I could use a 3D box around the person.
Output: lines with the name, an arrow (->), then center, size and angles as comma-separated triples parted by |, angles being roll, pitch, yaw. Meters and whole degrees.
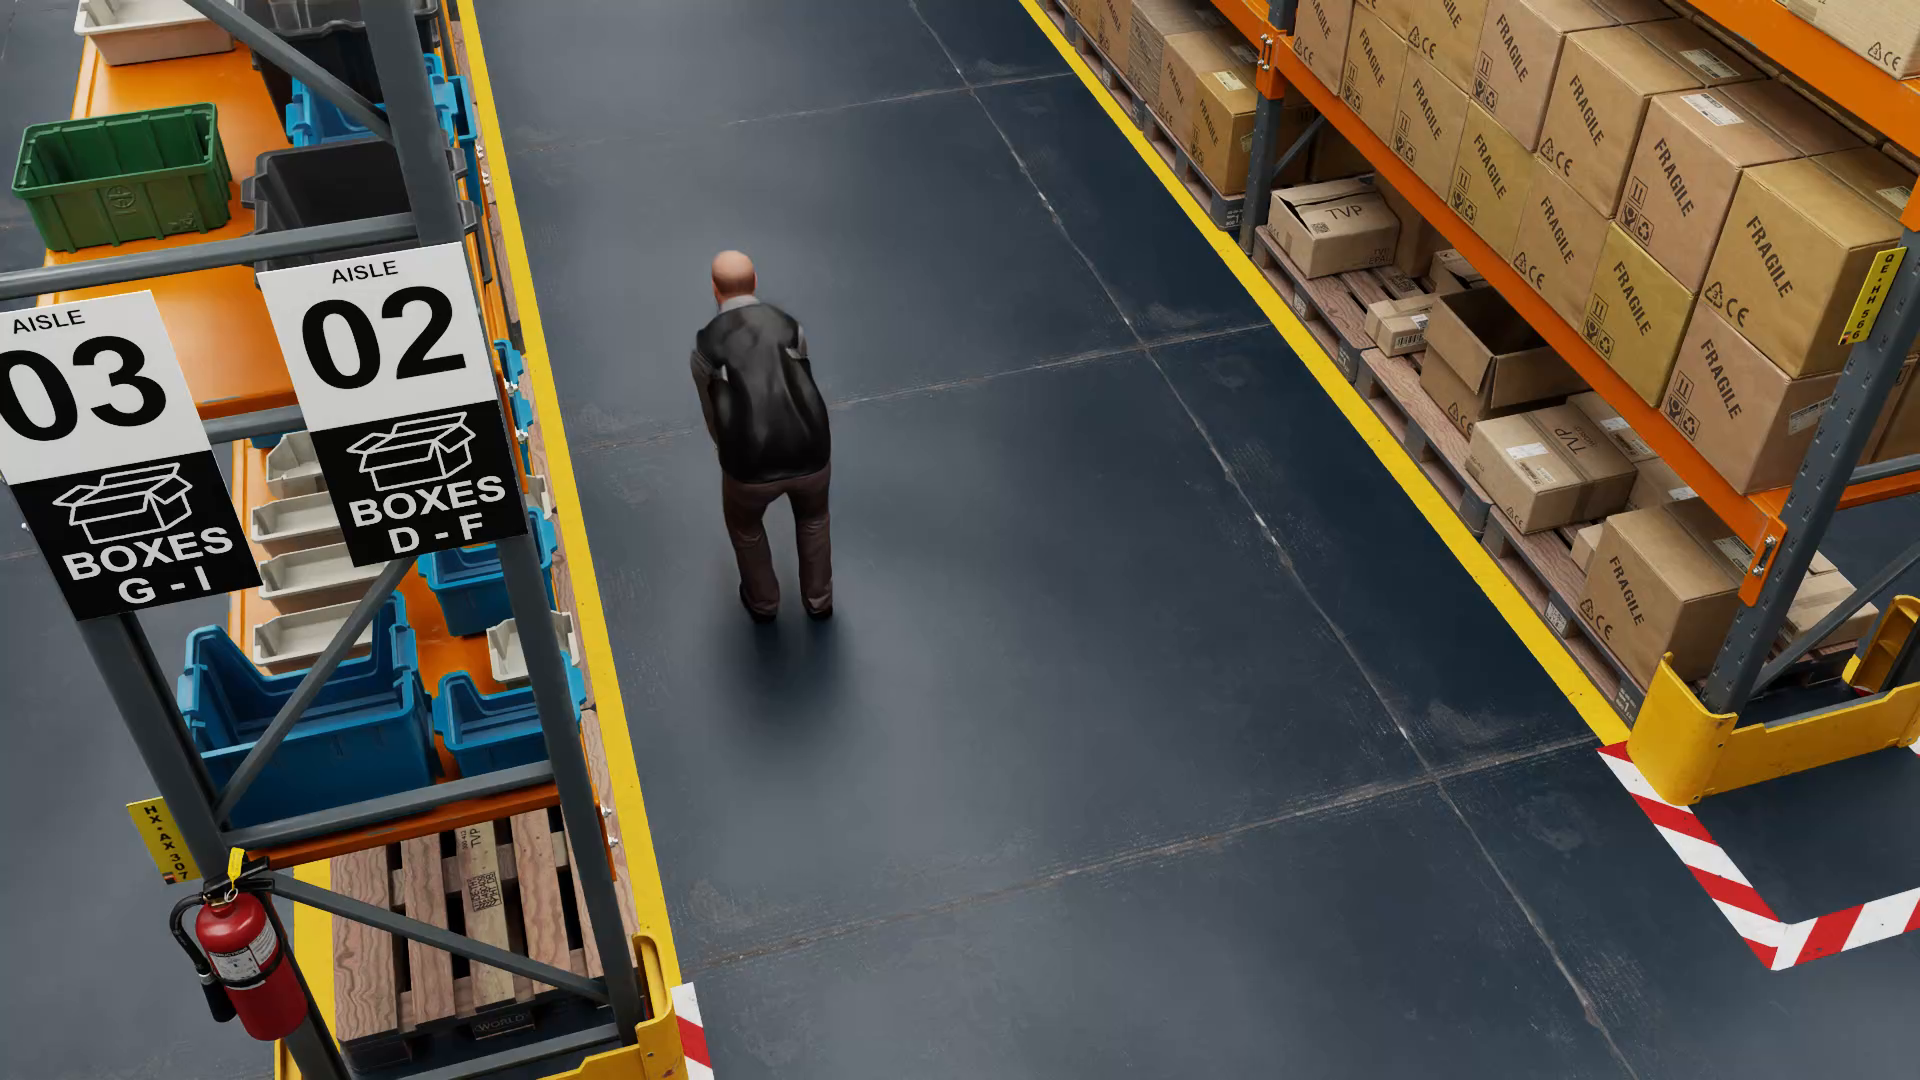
person -> -0.796, -0.366, 6.733 | 0.471, 1.530, 0.750 | -13, 44, -14
